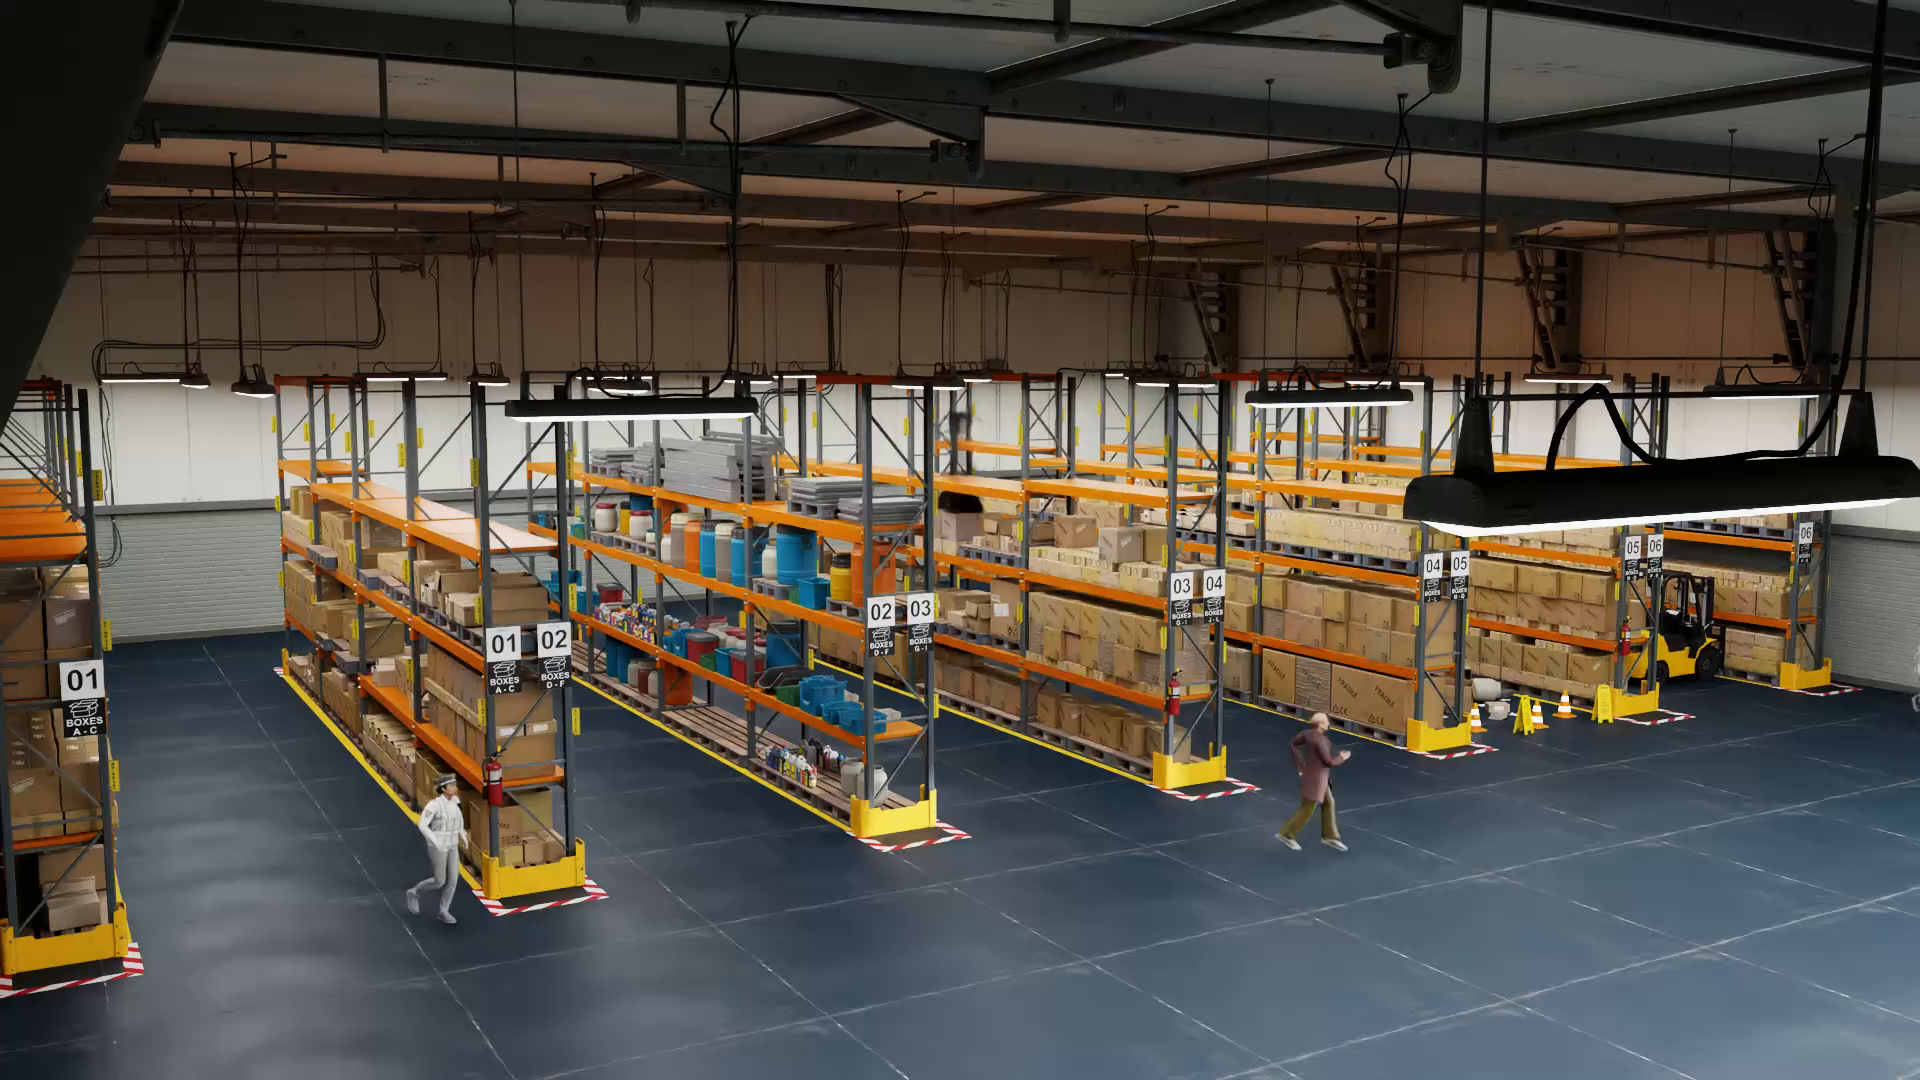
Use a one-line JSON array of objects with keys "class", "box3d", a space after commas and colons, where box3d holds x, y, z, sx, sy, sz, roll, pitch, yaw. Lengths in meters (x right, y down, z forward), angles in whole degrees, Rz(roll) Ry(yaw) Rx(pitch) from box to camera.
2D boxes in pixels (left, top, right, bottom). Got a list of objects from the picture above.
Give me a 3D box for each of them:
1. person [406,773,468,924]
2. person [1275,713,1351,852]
[{"class": "person", "box3d": [-5.866, 3.452, 18.879, 0.665, 1.646, 0.661, 3, 7, 27]}, {"class": "person", "box3d": [4.514, 3.106, 21.248, 0.977, 1.822, 0.680, 0, 6, -2]}]
